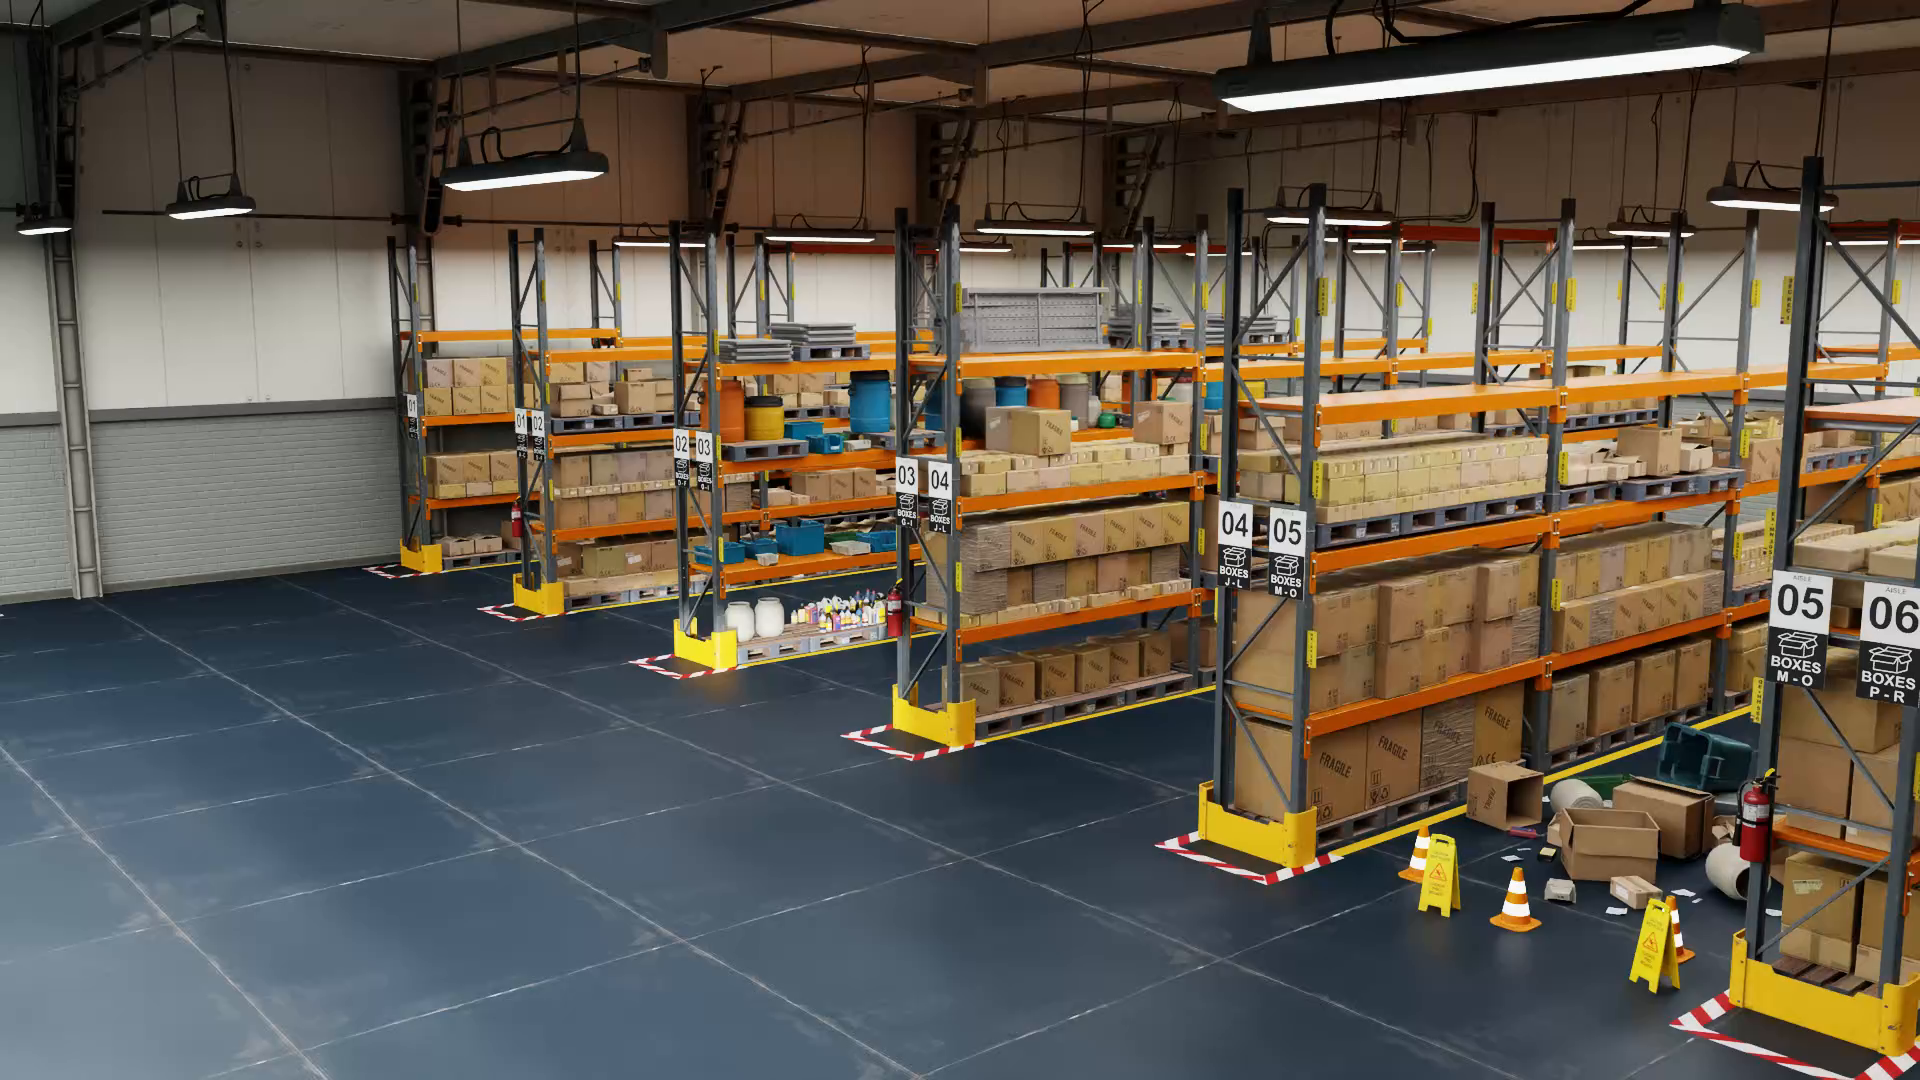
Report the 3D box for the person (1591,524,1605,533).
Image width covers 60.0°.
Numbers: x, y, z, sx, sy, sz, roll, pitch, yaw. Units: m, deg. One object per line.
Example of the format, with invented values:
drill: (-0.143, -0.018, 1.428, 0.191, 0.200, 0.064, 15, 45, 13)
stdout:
person: (9.570, 0.551, 24.986, 0.505, 1.574, 0.863, 9, 12, 44)
